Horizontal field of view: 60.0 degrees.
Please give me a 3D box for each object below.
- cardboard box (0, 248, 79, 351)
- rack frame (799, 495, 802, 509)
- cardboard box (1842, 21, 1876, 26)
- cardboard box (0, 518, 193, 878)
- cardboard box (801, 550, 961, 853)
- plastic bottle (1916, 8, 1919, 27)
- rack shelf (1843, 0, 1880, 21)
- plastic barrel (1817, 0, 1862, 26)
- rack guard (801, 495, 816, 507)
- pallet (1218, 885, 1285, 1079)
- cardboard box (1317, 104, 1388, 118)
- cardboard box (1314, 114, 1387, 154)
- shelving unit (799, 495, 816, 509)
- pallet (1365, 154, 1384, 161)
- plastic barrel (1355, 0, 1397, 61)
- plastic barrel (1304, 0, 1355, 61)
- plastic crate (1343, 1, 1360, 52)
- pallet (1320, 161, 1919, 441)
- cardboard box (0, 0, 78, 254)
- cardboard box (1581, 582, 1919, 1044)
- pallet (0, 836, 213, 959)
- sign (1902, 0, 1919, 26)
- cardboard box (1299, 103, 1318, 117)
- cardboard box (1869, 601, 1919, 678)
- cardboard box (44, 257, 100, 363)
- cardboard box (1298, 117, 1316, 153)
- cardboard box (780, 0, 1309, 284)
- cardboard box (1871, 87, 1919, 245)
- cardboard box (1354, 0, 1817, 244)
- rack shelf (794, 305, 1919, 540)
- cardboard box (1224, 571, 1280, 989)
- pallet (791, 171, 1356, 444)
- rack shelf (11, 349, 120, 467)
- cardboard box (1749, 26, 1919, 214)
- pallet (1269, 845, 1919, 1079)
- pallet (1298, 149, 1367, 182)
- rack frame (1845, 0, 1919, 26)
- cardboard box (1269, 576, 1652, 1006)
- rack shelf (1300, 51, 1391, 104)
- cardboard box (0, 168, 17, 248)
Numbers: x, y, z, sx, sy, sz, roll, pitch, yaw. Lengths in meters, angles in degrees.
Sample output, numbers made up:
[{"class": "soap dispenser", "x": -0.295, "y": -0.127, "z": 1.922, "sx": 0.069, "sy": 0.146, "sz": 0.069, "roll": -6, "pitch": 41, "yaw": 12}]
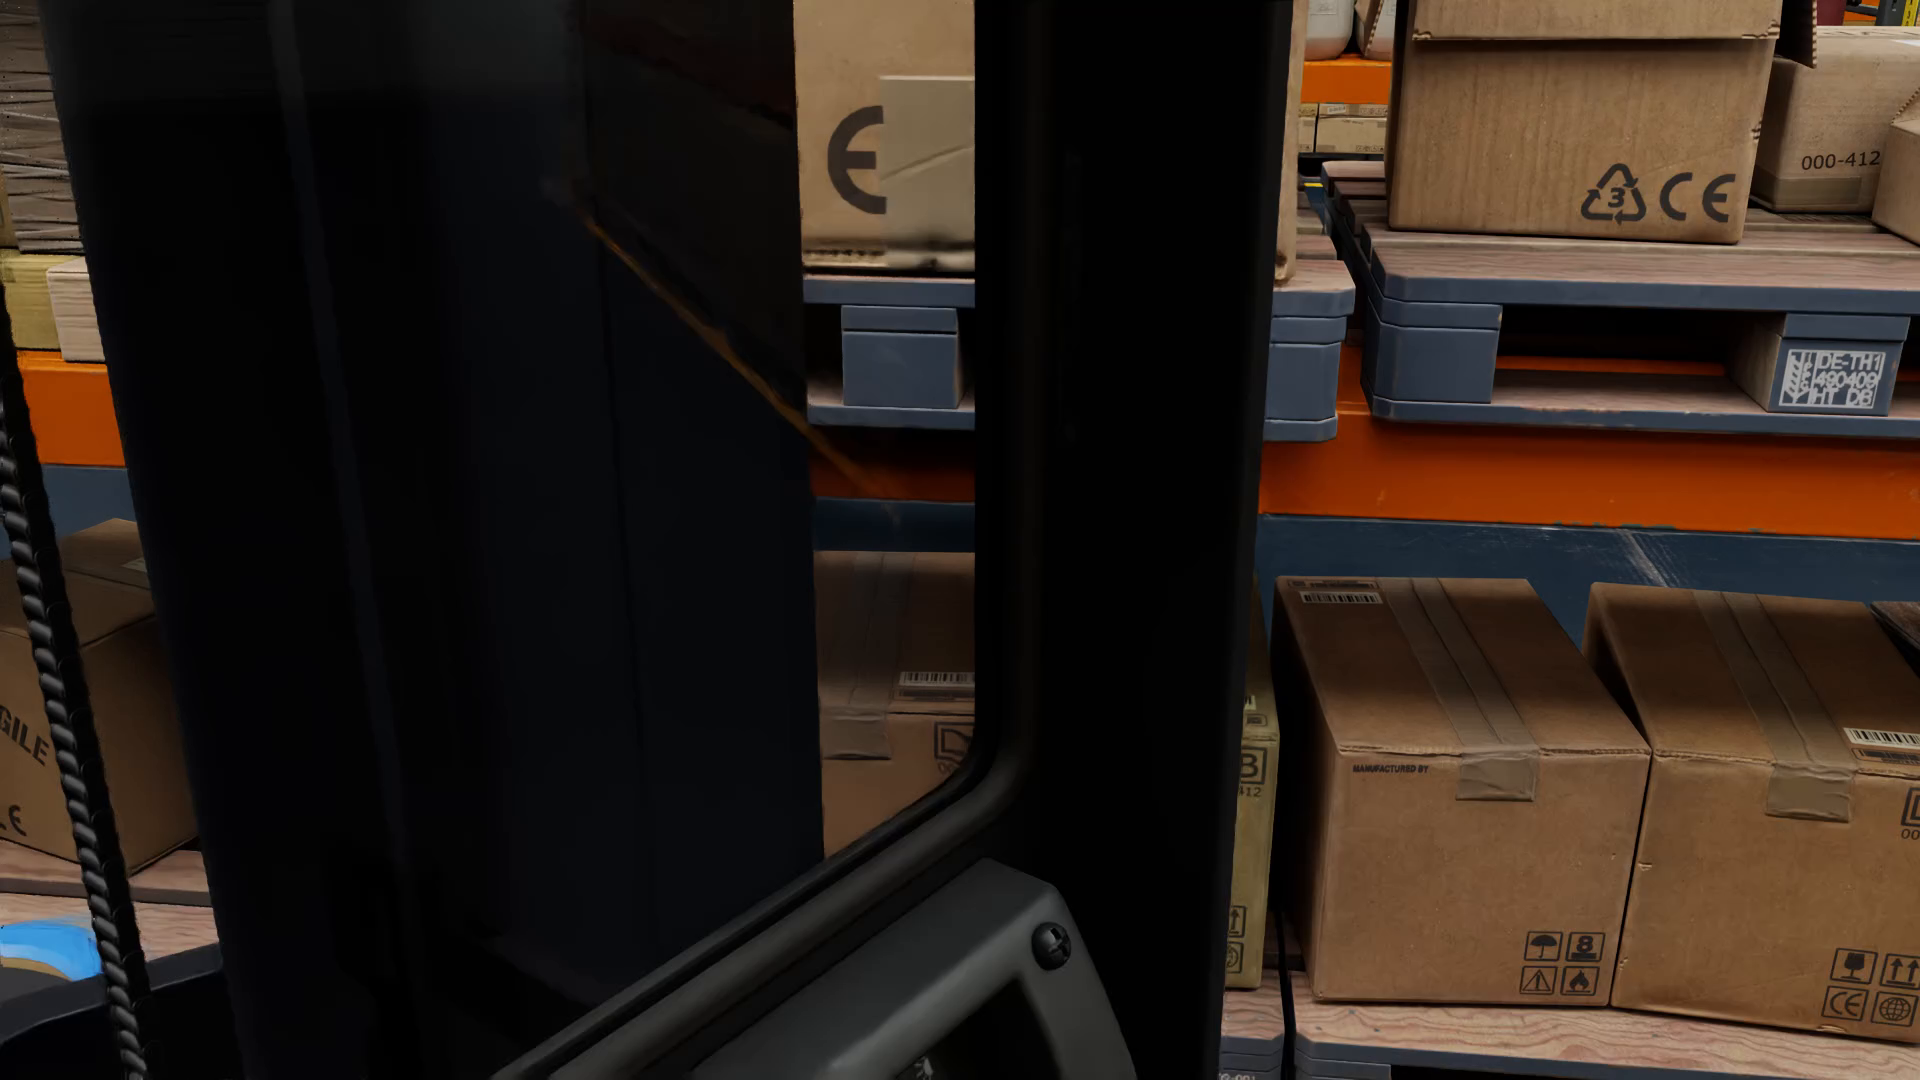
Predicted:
[{"class": "cardboard box", "x": -1.506, "y": -0.443, "z": 2.823, "sx": 0.250, "sy": 0.149, "sz": 0.380, "roll": 2, "pitch": 22, "yaw": 6}, {"class": "rack frame", "x": -0.590, "y": -0.723, "z": 5.229, "sx": 0.032, "sy": 1.500, "sz": 0.500, "roll": 2, "pitch": 22, "yaw": 6}, {"class": "cardboard box", "x": 8.263, "y": -4.867, "z": 16.023, "sx": 0.750, "sy": 0.750, "sz": 0.750, "roll": 3, "pitch": 22, "yaw": 7}, {"class": "cardboard box", "x": -1.732, "y": 0.302, "z": 3.425, "sx": 0.500, "sy": 0.500, "sz": 0.500, "roll": 10, "pitch": 24, "yaw": 23}, {"class": "cardboard box", "x": -0.162, "y": 0.381, "z": 3.197, "sx": 0.500, "sy": 0.500, "sz": 0.700, "roll": 1, "pitch": 22, "yaw": 2}, {"class": "plastic bottle", "x": 4.238, "y": -2.330, "z": 7.413, "sx": 0.133, "sy": 0.283, "sz": 0.061, "roll": 2, "pitch": 22, "yaw": 6}, {"class": "rack shelf", "x": 6.358, "y": -3.634, "z": 11.529, "sx": 4.000, "sy": 0.370, "sz": 1.077, "roll": 2, "pitch": 22, "yaw": 6}, {"class": "plastic barrel", "x": 3.289, "y": -2.219, "z": 6.788, "sx": 0.708, "sy": 0.536, "sz": 0.600, "roll": 2, "pitch": 22, "yaw": 6}, {"class": "rack guard", "x": -0.570, "y": -0.141, "z": 5.457, "sx": 0.087, "sy": 0.250, "sz": 0.587, "roll": 2, "pitch": 22, "yaw": 6}, {"class": "pallet", "x": 0.004, "y": 0.719, "z": 3.335, "sx": 1.213, "sy": 0.211, "sz": 1.003, "roll": 2, "pitch": 22, "yaw": 6}, {"class": "cardboard box", "x": 2.805, "y": -3.208, "z": 11.880, "sx": 0.500, "sy": 0.311, "sz": 0.500, "roll": 2, "pitch": 22, "yaw": 6}, {"class": "cardboard box", "x": 2.810, "y": -2.949, "z": 11.988, "sx": 0.500, "sy": 0.250, "sz": 0.500, "roll": 3, "pitch": 22, "yaw": 8}, {"class": "shelving unit", "x": -0.076, "y": -0.701, "z": 5.172, "sx": 1.083, "sy": 1.500, "sz": 0.587, "roll": 2, "pitch": 22, "yaw": 6}, {"class": "pallet", "x": 3.559, "y": -2.808, "z": 12.255, "sx": 1.213, "sy": 0.211, "sz": 1.003, "roll": 2, "pitch": 22, "yaw": 6}, {"class": "plastic barrel", "x": 1.896, "y": -2.311, "z": 7.020, "sx": 0.433, "sy": 0.535, "sz": 0.433, "roll": 0, "pitch": 22, "yaw": 0}, {"class": "plastic barrel", "x": 1.466, "y": -2.329, "z": 7.067, "sx": 0.433, "sy": 0.535, "sz": 0.433, "roll": 0, "pitch": 22, "yaw": 0}, {"class": "plastic crate", "x": 1.576, "y": -2.349, "z": 7.589, "sx": 0.662, "sy": 0.188, "sz": 0.450, "roll": 2, "pitch": 22, "yaw": 6}, {"class": "pallet", "x": 1.232, "y": -0.420, "z": 2.682, "sx": 1.213, "sy": 0.211, "sz": 1.003, "roll": 2, "pitch": 22, "yaw": 6}, {"class": "cardboard box", "x": -1.209, "y": -0.838, "z": 2.939, "sx": 0.500, "sy": 0.500, "sz": 0.875, "roll": 2, "pitch": 22, "yaw": 6}, {"class": "cardboard box", "x": 1.419, "y": 0.457, "z": 3.006, "sx": 0.500, "sy": 0.500, "sz": 0.700, "roll": 4, "pitch": 22, "yaw": 11}, {"class": "pallet", "x": -1.441, "y": 0.669, "z": 3.459, "sx": 1.213, "sy": 0.211, "sz": 1.003, "roll": 2, "pitch": 22, "yaw": 6}, {"class": "sign", "x": 3.728, "y": -2.121, "z": 6.503, "sx": 0.005, "sy": 0.325, "sz": 0.100, "roll": 2, "pitch": 22, "yaw": 6}, {"class": "cardboard box", "x": 2.308, "y": -3.230, "z": 11.937, "sx": 0.500, "sy": 0.311, "sz": 0.500, "roll": 3, "pitch": 22, "yaw": 8}, {"class": "cardboard box", "x": 1.983, "y": 0.479, "z": 2.950, "sx": 0.500, "sy": 0.500, "sz": 0.700, "roll": 1, "pitch": 22, "yaw": 2}, {"class": "cardboard box", "x": -1.265, "y": -0.411, "z": 2.740, "sx": 0.250, "sy": 0.149, "sz": 0.380, "roll": 2, "pitch": 22, "yaw": 6}, {"class": "cardboard box", "x": 2.299, "y": -2.970, "z": 12.041, "sx": 0.500, "sy": 0.250, "sz": 0.500, "roll": 3, "pitch": 22, "yaw": 7}, {"class": "cardboard box", "x": 0.003, "y": -1.000, "z": 2.502, "sx": 1.000, "sy": 1.000, "sz": 1.000, "roll": 3, "pitch": 22, "yaw": 7}, {"class": "cardboard box", "x": 1.515, "y": -0.544, "z": 2.349, "sx": 0.258, "sy": 0.266, "sz": 0.396, "roll": 2, "pitch": 22, "yaw": 5}, {"class": "cardboard box", "x": 0.963, "y": -0.813, "z": 2.705, "sx": 0.637, "sy": 0.503, "sz": 0.797, "roll": 5, "pitch": 22, "yaw": 12}, {"class": "rack shelf", "x": 1.217, "y": -0.190, "z": 2.819, "sx": 4.000, "sy": 0.370, "sz": 1.077, "roll": 2, "pitch": 22, "yaw": 6}, {"class": "cardboard box", "x": 0.309, "y": 0.409, "z": 3.128, "sx": 0.500, "sy": 0.500, "sz": 0.700, "roll": 2, "pitch": 22, "yaw": 6}, {"class": "pallet", "x": -0.028, "y": -0.436, "z": 2.723, "sx": 1.213, "sy": 0.211, "sz": 1.003, "roll": 2, "pitch": 22, "yaw": 6}, {"class": "rack shelf", "x": -2.756, "y": -0.363, "z": 3.257, "sx": 4.000, "sy": 0.370, "sz": 1.077, "roll": 2, "pitch": 22, "yaw": 6}, {"class": "cardboard box", "x": 1.565, "y": -0.720, "z": 2.814, "sx": 0.500, "sy": 0.250, "sz": 0.500, "roll": 2, "pitch": 22, "yaw": 5}, {"class": "pallet", "x": 1.219, "y": 0.771, "z": 3.203, "sx": 1.213, "sy": 0.211, "sz": 1.003, "roll": 2, "pitch": 22, "yaw": 6}, {"class": "pallet", "x": 2.351, "y": -2.862, "z": 12.391, "sx": 1.213, "sy": 0.211, "sz": 1.003, "roll": 2, "pitch": 22, "yaw": 6}, {"class": "rack frame", "x": 3.786, "y": -2.246, "z": 7.042, "sx": 0.127, "sy": 3.000, "sz": 1.000, "roll": 2, "pitch": 22, "yaw": 6}, {"class": "cardboard box", "x": 0.865, "y": 0.433, "z": 3.067, "sx": 0.500, "sy": 0.500, "sz": 0.700, "roll": 1, "pitch": 22, "yaw": 2}, {"class": "rack shelf", "x": 1.800, "y": -1.998, "z": 7.393, "sx": 4.000, "sy": 0.370, "sz": 1.077, "roll": 2, "pitch": 22, "yaw": 6}, {"class": "cardboard box", "x": -1.701, "y": -0.873, "z": 3.026, "sx": 0.500, "sy": 0.500, "sz": 0.875, "roll": 2, "pitch": 22, "yaw": 6}]
